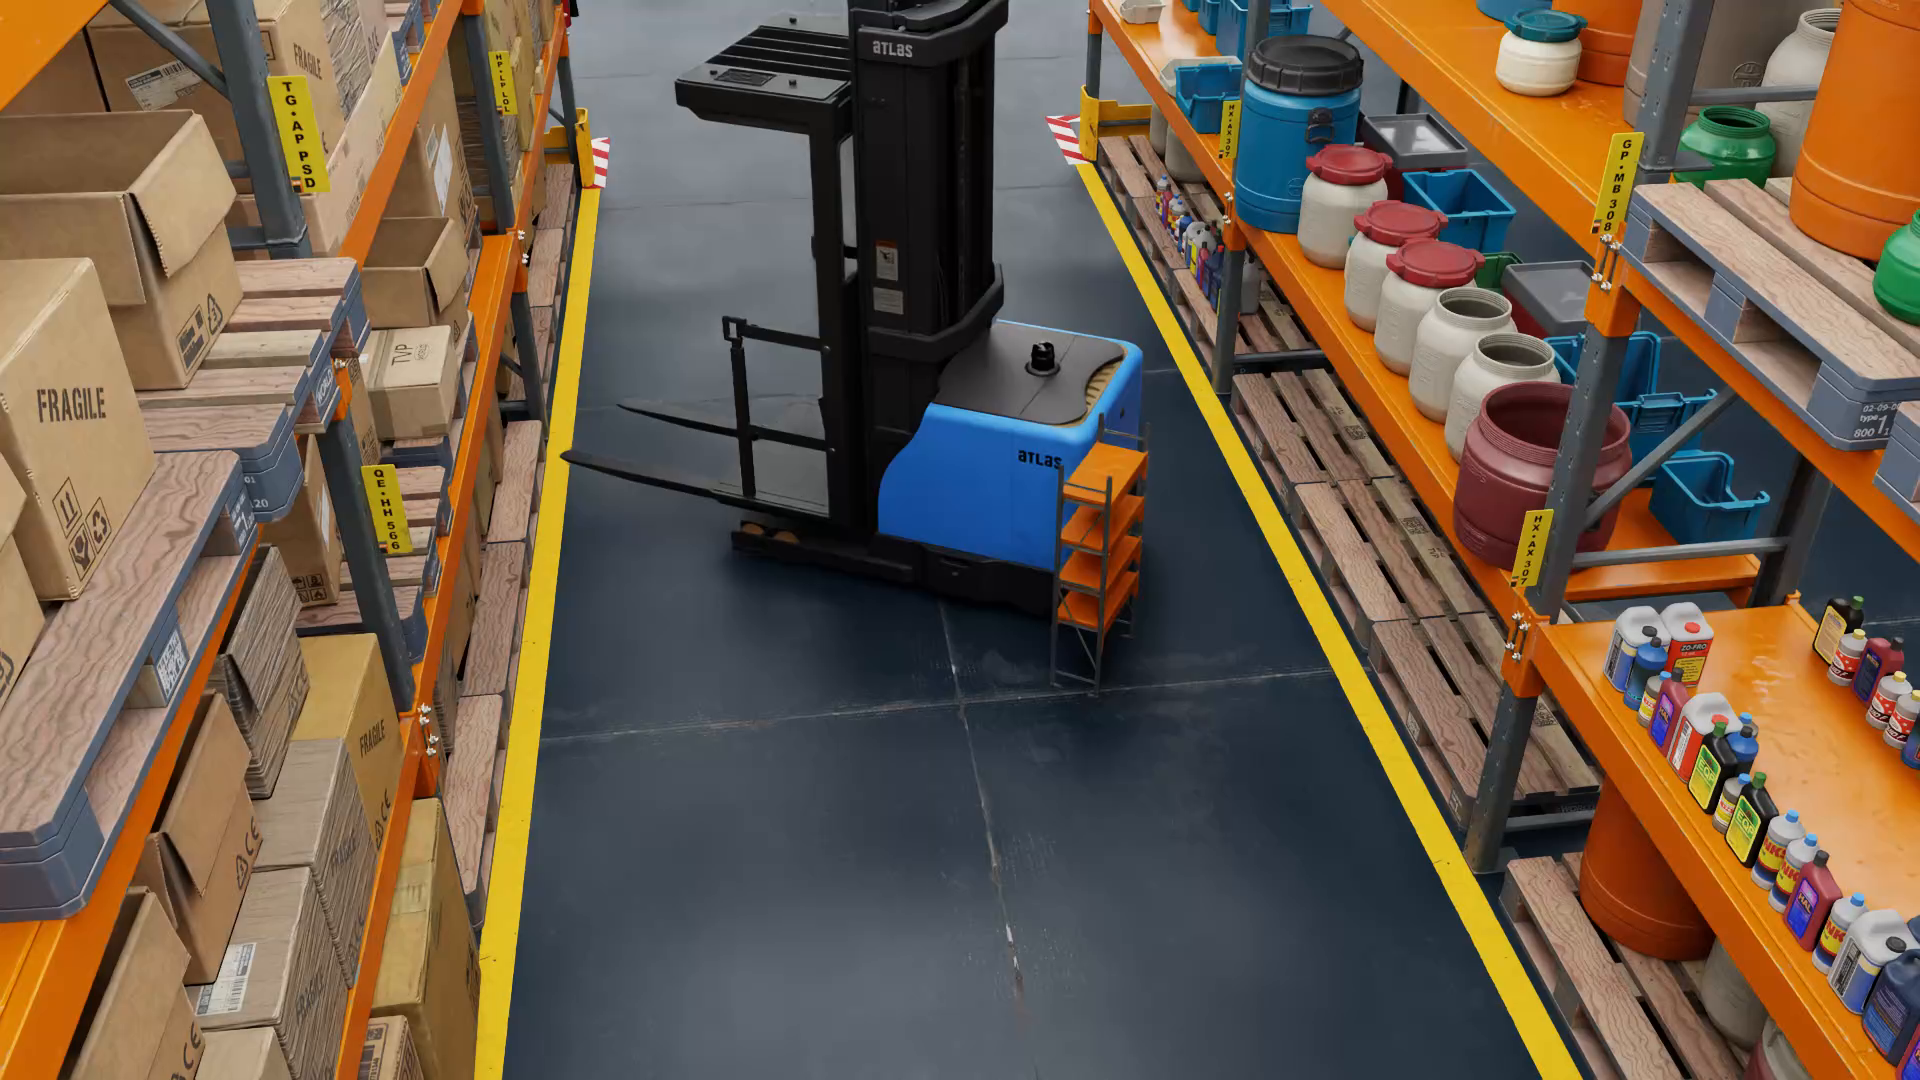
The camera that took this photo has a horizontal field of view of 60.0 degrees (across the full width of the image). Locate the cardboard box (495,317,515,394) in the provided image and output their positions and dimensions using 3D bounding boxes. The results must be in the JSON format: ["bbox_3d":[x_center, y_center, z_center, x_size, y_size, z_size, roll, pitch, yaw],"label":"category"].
[{"bbox_3d":[-2.890,-1.170,9.651,0.500,0.500,0.500,-5,35,-8],"label":"cardboard box"}]

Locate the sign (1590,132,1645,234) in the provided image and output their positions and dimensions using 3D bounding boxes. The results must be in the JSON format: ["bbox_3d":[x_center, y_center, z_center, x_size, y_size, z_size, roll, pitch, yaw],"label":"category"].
[{"bbox_3d":[2.026,-1.097,5.126,0.100,0.325,0.005,-4,35,-6],"label":"sign"}]

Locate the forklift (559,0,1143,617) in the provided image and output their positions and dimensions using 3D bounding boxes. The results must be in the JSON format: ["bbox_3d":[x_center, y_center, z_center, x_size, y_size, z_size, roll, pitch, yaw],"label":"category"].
[{"bbox_3d":[-0.645,-1.351,8.129,3.031,2.935,1.130,12,36,17],"label":"forklift"}]

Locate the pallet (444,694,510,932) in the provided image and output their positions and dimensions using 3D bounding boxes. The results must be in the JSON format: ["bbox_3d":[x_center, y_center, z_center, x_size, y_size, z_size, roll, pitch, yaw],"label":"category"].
[{"bbox_3d":[-2.442,1.145,6.883,1.003,0.211,1.213,-4,35,-6],"label":"pallet"}]

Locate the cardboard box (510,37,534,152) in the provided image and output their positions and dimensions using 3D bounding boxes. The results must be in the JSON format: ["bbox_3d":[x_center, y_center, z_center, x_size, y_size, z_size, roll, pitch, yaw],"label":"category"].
[{"bbox_3d":[-2.908,-2.505,9.410,0.875,0.500,0.500,-4,35,-6],"label":"cardboard box"}]

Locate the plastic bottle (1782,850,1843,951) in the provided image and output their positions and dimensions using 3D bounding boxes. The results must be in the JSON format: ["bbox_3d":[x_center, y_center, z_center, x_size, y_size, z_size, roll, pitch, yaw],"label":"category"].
[{"bbox_3d":[2.418,1.016,4.699,0.061,0.283,0.133,-4,35,-6],"label":"plastic bottle"}]

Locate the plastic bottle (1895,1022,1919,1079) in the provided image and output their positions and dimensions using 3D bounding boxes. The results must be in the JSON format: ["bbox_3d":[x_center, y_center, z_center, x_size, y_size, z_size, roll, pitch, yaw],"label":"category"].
[{"bbox_3d":[2.492,1.323,4.249,0.061,0.283,0.133,-4,35,-6],"label":"plastic bottle"}]

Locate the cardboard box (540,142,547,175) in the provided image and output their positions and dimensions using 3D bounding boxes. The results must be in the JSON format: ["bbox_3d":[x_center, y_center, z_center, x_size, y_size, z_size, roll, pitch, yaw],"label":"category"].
[{"bbox_3d":[-3.347,-2.827,12.081,0.500,0.500,0.500,2,34,2],"label":"cardboard box"}]

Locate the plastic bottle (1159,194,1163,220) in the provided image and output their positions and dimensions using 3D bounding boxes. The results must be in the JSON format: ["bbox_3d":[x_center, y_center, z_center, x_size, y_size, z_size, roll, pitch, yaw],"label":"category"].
[{"bbox_3d":[1.443,-2.343,11.619,0.097,0.201,0.097,0,34,0],"label":"plastic bottle"}]

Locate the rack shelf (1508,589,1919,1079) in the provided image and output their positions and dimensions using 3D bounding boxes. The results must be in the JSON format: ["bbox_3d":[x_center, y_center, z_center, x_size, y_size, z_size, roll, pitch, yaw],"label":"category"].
[{"bbox_3d":[2.839,1.467,4.573,1.077,0.370,4.000,-4,35,-6],"label":"rack shelf"}]

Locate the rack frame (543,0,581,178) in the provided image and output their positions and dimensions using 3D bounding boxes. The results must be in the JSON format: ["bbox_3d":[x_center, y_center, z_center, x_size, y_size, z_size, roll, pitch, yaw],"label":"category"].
[{"bbox_3d":[-3.414,-4.036,12.008,1.000,3.000,0.127,-4,35,-6],"label":"rack frame"}]

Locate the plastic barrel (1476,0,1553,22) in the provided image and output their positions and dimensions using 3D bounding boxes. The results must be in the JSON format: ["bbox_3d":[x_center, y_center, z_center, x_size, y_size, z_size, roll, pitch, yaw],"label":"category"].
[{"bbox_3d":[2.491,-2.628,6.834,0.600,0.901,0.708,-4,35,-6],"label":"plastic barrel"}]

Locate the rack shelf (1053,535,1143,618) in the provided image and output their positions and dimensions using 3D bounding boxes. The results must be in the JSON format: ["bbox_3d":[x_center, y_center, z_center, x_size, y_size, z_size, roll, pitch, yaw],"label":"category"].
[{"bbox_3d":[0.632,0.135,7.606,0.258,0.148,0.480,14,37,20],"label":"rack shelf"}]

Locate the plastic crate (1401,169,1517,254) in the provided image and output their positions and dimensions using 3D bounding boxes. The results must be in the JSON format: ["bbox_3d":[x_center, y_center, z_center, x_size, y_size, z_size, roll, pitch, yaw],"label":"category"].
[{"bbox_3d":[2.489,-1.580,8.419,0.392,0.384,0.575,-4,35,-6],"label":"plastic crate"}]

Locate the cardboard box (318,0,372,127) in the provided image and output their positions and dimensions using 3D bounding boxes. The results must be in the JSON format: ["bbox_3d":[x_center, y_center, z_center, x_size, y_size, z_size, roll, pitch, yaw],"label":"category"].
[{"bbox_3d":[-2.211,-1.624,5.273,0.500,0.500,0.500,-4,34,-6],"label":"cardboard box"}]

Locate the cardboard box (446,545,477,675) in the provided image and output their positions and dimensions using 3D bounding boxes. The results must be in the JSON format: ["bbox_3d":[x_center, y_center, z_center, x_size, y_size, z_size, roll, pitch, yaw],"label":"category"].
[{"bbox_3d":[-2.618,0.283,7.500,0.700,0.500,0.500,-2,34,-2],"label":"cardboard box"}]

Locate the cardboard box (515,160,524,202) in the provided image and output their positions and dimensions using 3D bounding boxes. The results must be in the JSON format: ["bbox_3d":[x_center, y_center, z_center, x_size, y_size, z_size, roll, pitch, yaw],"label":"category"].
[{"bbox_3d":[-2.628,-1.983,9.219,0.380,0.149,0.250,-4,35,-6],"label":"cardboard box"}]

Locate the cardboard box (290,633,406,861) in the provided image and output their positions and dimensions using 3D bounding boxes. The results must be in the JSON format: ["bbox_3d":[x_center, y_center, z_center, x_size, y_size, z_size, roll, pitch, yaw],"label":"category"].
[{"bbox_3d":[-2.026,0.644,5.053,0.500,0.500,0.500,-3,34,-5],"label":"cardboard box"}]

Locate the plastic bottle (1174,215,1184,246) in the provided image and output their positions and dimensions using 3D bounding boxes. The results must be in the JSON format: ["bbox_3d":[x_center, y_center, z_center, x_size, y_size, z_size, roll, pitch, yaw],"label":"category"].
[{"bbox_3d":[1.502,-2.099,11.260,0.097,0.201,0.097,0,34,0],"label":"plastic bottle"}]

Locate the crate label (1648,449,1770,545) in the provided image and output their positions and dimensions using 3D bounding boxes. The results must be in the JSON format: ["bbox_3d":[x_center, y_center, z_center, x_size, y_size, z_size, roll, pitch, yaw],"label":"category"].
[{"bbox_3d":[2.885,-0.141,6.442,0.303,0.233,0.416,-4,35,-6],"label":"crate label"}]

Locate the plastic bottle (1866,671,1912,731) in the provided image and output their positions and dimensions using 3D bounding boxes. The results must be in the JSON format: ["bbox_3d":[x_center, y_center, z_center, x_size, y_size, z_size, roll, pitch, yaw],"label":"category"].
[{"bbox_3d":[3.076,0.524,5.495,0.097,0.201,0.097,0,34,0],"label":"plastic bottle"}]

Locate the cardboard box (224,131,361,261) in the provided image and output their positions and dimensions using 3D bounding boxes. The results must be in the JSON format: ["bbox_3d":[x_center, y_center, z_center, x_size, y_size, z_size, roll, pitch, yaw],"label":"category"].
[{"bbox_3d":[-2.149,-1.031,5.068,0.500,0.250,0.500,-4,34,-6],"label":"cardboard box"}]

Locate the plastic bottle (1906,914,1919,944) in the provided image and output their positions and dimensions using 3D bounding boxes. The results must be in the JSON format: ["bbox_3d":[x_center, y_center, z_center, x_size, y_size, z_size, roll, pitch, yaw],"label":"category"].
[{"bbox_3d":[2.645,1.117,4.492,0.144,0.351,0.185,-4,35,-6],"label":"plastic bottle"}]

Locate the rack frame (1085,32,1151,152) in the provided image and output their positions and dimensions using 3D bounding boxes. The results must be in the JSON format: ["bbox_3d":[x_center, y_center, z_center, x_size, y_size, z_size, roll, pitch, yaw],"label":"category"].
[{"bbox_3d":[1.494,-4.411,12.559,1.000,3.000,0.127,-4,35,-6],"label":"rack frame"}]

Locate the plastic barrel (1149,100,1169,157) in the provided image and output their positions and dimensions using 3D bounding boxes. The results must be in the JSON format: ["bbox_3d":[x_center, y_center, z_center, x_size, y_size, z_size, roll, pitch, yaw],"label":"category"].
[{"bbox_3d":[1.658,-3.195,12.611,0.421,0.512,0.421,0,34,0],"label":"plastic barrel"}]

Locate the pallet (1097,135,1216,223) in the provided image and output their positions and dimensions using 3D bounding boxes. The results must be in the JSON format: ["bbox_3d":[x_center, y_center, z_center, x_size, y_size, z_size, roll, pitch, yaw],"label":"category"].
[{"bbox_3d":[1.655,-2.766,12.621,1.003,0.211,1.213,-4,35,-6],"label":"pallet"}]

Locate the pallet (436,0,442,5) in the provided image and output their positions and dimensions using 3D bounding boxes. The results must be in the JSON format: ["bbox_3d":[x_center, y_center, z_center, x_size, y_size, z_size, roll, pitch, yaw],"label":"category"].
[{"bbox_3d":[-2.898,-2.613,7.424,1.213,0.211,1.003,-4,35,-6],"label":"pallet"}]

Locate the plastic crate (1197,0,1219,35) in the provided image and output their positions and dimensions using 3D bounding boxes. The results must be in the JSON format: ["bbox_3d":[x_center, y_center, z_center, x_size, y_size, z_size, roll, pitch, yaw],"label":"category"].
[{"bbox_3d":[1.940,-3.730,11.692,0.499,0.251,0.408,-4,35,-6],"label":"plastic crate"}]

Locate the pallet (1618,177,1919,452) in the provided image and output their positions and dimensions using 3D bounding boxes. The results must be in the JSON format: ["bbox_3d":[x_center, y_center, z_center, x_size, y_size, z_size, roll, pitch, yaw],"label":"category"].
[{"bbox_3d":[2.576,-0.674,4.579,1.003,0.211,1.213,-4,35,-6],"label":"pallet"}]

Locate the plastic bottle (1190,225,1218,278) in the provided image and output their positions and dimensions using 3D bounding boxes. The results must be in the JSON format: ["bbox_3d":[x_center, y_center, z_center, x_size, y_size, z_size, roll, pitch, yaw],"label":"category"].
[{"bbox_3d":[1.591,-1.891,10.822,0.144,0.351,0.185,-5,35,-7],"label":"plastic bottle"}]

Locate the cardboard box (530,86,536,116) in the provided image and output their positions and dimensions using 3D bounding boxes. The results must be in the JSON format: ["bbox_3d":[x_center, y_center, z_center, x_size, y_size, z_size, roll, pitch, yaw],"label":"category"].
[{"bbox_3d":[-2.822,-2.679,10.240,0.380,0.149,0.250,-4,35,-6],"label":"cardboard box"}]

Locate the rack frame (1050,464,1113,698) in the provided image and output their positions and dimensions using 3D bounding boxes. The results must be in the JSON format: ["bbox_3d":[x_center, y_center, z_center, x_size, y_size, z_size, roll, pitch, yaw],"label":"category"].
[{"bbox_3d":[0.531,0.204,7.385,0.240,1.200,0.015,14,37,20],"label":"rack frame"}]

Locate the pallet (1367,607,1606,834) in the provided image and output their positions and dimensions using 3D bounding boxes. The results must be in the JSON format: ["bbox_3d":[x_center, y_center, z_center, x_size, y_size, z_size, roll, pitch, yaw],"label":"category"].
[{"bbox_3d":[2.504,0.771,7.432,1.003,0.211,1.213,-4,35,-6],"label":"pallet"}]

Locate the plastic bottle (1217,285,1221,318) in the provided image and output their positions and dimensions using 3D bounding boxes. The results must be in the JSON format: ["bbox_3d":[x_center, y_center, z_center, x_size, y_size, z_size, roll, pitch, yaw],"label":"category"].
[{"bbox_3d":[1.640,-1.481,10.282,0.061,0.283,0.133,-3,34,-4],"label":"plastic bottle"}]

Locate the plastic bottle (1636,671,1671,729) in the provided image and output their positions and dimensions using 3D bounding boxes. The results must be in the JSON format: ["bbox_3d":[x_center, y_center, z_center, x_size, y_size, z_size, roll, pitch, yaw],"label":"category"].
[{"bbox_3d":[2.309,0.523,5.496,0.097,0.201,0.097,0,34,0],"label":"plastic bottle"}]

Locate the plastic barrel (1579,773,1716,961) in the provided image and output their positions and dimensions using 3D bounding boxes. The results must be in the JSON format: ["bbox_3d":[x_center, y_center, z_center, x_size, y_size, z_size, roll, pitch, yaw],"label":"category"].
[{"bbox_3d":[2.653,1.048,6.102,0.600,0.830,0.708,-4,35,-6],"label":"plastic barrel"}]

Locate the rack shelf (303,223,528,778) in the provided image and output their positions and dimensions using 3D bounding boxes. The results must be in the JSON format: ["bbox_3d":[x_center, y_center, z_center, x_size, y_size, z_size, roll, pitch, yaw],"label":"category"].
[{"bbox_3d":[-2.607,-0.390,7.298,1.077,0.370,4.000,-4,35,-6],"label":"rack shelf"}]

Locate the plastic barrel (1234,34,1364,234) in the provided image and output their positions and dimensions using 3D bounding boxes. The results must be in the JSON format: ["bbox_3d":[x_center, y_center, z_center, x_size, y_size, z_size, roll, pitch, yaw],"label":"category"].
[{"bbox_3d":[1.784,-2.147,8.792,0.600,0.901,0.708,-4,35,-6],"label":"plastic barrel"}]

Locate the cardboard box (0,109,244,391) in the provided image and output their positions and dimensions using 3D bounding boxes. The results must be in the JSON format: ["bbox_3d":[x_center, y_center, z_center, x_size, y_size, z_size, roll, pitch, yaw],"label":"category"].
[{"bbox_3d":[-2.185,-0.692,3.974,0.797,0.503,0.637,-2,34,-4],"label":"cardboard box"}]

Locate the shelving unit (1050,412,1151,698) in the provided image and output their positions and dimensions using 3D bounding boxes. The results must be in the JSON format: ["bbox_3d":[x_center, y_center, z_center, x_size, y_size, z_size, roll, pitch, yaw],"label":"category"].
[{"bbox_3d":[0.632,0.079,7.568,0.258,1.200,0.503,14,37,20],"label":"shelving unit"}]

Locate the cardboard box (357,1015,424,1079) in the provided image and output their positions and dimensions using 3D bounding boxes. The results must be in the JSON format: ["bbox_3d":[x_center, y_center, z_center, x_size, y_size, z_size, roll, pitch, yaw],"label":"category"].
[{"bbox_3d":[-2.154,2.018,4.639,1.225,0.875,0.875,-4,35,-6],"label":"cardboard box"}]

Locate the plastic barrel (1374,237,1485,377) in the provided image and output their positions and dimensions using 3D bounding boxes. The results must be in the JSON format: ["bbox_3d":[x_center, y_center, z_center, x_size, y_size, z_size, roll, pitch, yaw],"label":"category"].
[{"bbox_3d":[2.100,-1.033,7.482,0.433,0.535,0.433,0,34,0],"label":"plastic barrel"}]

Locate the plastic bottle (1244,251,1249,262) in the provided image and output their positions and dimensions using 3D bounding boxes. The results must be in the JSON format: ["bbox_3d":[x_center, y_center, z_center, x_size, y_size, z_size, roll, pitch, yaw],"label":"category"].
[{"bbox_3d":[1.777,-1.705,10.616,0.152,0.276,0.135,-4,35,-6],"label":"plastic bottle"}]

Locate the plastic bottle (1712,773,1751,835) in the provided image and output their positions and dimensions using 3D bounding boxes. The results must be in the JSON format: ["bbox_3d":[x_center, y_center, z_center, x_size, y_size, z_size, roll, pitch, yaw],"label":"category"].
[{"bbox_3d":[2.376,0.801,5.088,0.097,0.201,0.097,0,34,0],"label":"plastic bottle"}]

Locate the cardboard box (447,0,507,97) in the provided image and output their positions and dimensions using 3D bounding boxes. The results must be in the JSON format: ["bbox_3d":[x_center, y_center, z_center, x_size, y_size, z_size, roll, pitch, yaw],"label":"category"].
[{"bbox_3d":[-2.685,-2.651,8.736,0.500,0.500,0.500,-4,35,-6],"label":"cardboard box"}]

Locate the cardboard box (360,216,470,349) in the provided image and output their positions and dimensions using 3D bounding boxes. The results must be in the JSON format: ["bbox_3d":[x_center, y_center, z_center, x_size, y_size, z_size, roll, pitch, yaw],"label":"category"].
[{"bbox_3d":[-2.551,-1.059,7.176,0.797,0.503,0.637,-1,34,-1],"label":"cardboard box"}]

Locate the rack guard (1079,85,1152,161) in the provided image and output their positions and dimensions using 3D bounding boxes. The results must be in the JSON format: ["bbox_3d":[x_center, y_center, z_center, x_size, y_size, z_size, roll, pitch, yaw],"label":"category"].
[{"bbox_3d":[1.551,-3.339,13.206,1.175,0.500,0.348,-4,35,-6],"label":"rack guard"}]

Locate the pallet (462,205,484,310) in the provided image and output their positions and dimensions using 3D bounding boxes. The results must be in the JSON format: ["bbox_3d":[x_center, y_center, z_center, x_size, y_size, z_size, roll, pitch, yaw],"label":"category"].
[{"bbox_3d":[-2.917,-1.287,8.145,1.003,0.211,1.213,-4,35,-6],"label":"pallet"}]

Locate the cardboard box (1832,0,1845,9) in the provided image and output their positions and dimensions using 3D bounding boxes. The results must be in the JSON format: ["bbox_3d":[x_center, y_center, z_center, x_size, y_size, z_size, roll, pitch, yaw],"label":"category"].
[{"bbox_3d":[6.589,-3.993,11.858,0.700,0.500,0.500,-4,34,-6],"label":"cardboard box"}]
